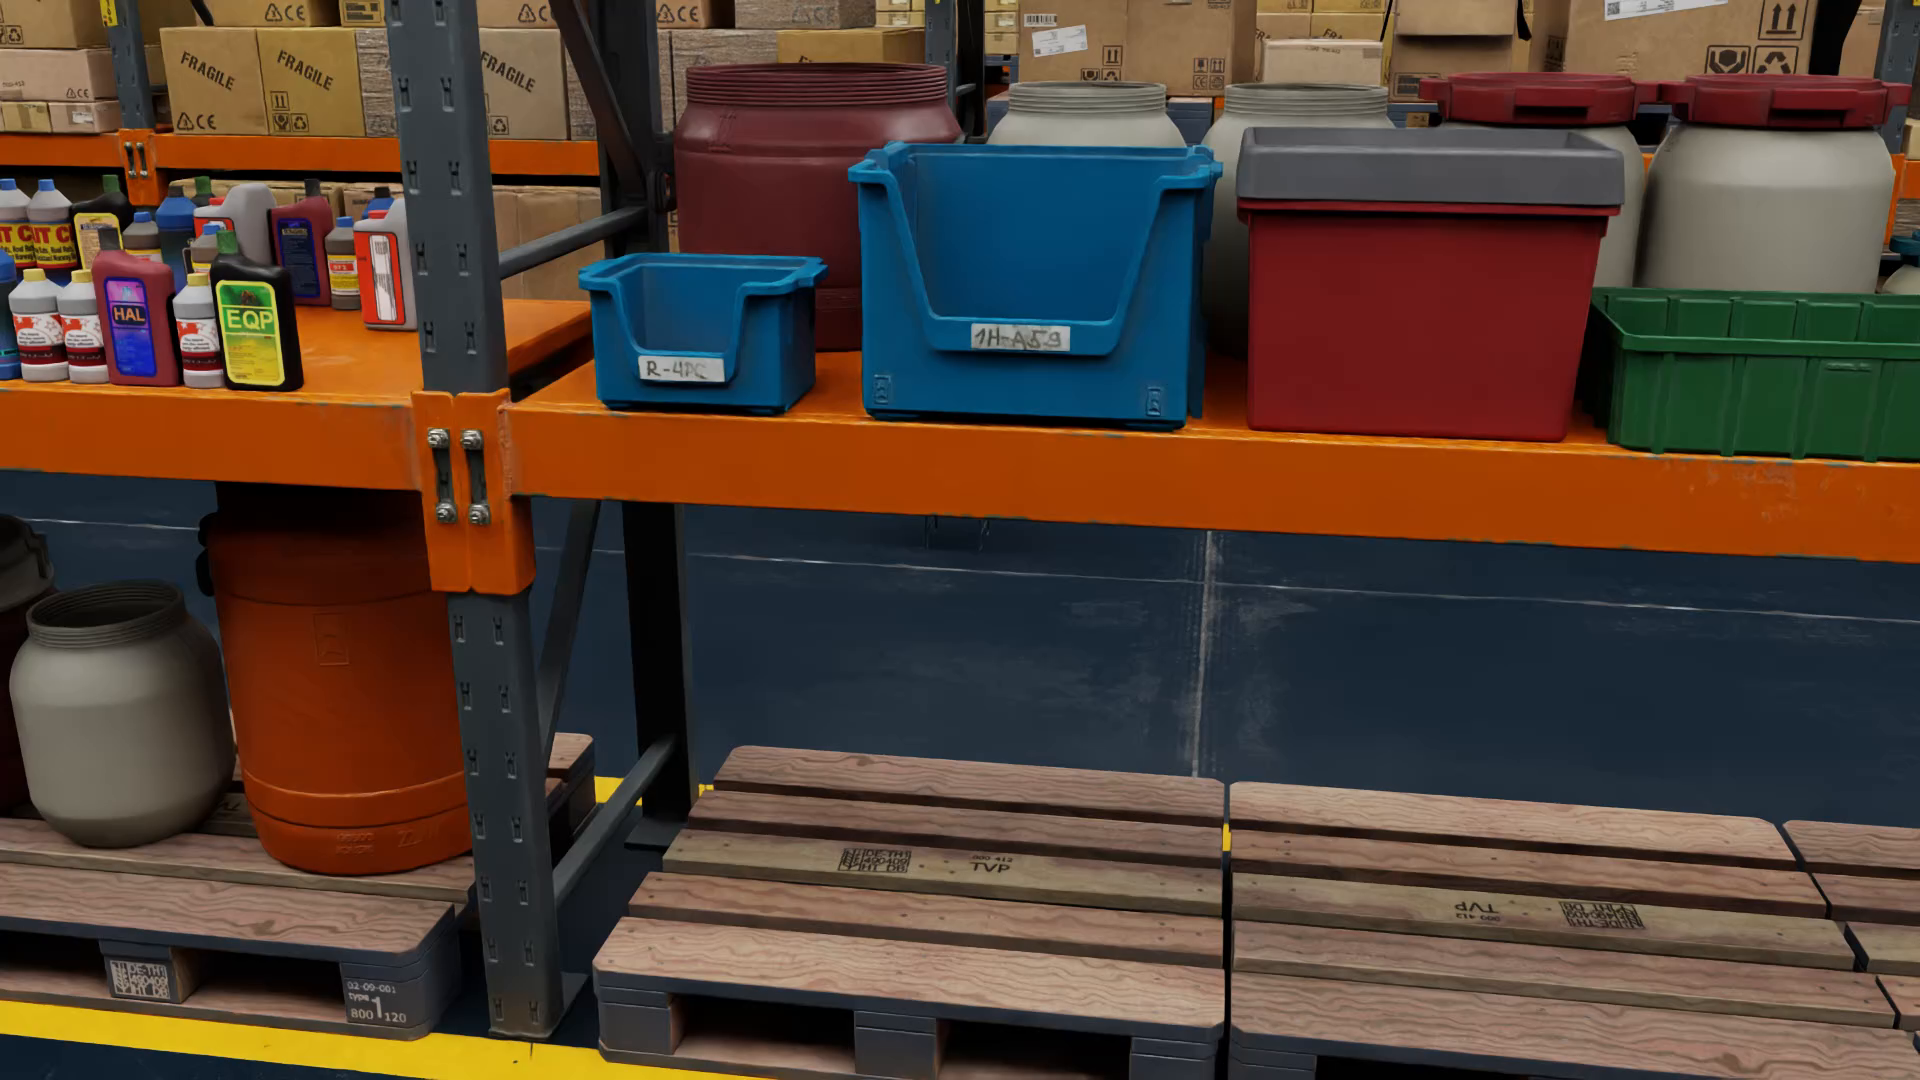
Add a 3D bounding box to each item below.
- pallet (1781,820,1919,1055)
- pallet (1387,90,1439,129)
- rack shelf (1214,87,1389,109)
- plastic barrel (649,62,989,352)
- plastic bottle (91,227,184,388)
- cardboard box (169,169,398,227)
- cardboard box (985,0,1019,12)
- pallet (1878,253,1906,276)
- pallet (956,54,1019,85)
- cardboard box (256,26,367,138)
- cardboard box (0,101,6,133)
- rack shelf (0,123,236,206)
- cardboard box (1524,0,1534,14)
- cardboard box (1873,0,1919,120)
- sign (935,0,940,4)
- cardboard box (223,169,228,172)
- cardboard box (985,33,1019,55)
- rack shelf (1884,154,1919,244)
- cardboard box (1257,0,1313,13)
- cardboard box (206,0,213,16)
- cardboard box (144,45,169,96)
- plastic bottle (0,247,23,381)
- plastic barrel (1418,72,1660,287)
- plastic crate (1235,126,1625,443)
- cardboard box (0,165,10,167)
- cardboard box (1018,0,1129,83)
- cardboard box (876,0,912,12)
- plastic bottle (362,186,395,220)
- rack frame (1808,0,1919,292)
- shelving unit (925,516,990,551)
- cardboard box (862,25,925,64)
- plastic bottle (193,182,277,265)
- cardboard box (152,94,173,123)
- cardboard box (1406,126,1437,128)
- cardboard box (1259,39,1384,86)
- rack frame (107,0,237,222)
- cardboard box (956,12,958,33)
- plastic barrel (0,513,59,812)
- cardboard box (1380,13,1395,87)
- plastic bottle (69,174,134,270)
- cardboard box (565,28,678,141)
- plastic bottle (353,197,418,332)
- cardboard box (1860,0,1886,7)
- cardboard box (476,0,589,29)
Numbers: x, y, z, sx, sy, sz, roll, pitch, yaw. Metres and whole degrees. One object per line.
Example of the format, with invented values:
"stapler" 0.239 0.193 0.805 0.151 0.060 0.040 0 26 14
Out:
"pallet" 2.367 0.916 3.233 1.213 0.211 1.003 3 19 9
"pallet" 1.946 -1.954 7.719 1.213 0.211 1.003 3 19 9
"rack shelf" 2.846 -3.239 12.390 4.000 0.370 1.077 3 19 9
"plastic barrel" -0.294 -0.717 3.503 0.708 0.536 0.600 3 19 9
"plastic bottle" -1.495 -0.423 3.025 0.133 0.283 0.061 3 19 9
"cardboard box" -3.329 -1.499 8.743 0.875 0.875 1.225 3 19 9
"cardboard box" 0.315 -3.924 12.100 0.250 0.149 0.380 2 19 6
"pallet" 6.767 -2.034 12.049 1.213 0.211 1.003 3 19 9
"pallet" 0.151 -3.593 12.615 1.003 0.211 1.213 3 19 9
"cardboard box" -3.053 -2.254 8.156 0.500 0.500 0.500 3 19 9
"cardboard box" -4.825 -2.153 8.406 0.250 0.149 0.380 3 19 8
"rack shelf" -5.939 -2.093 8.965 4.000 0.370 1.077 3 19 9
"cardboard box" 3.822 -4.050 11.946 0.500 0.500 0.700 3 19 8
"cardboard box" 4.369 -2.077 7.158 0.500 0.500 0.875 3 19 9
"sign" -0.100 -2.507 7.244 0.005 0.325 0.100 3 19 9
"cardboard box" -6.044 -3.051 13.588 0.250 0.149 0.380 3 19 9
"cardboard box" 0.312 -3.642 12.194 0.250 0.149 0.380 3 19 10
"rack shelf" 5.909 -1.489 7.160 4.000 0.370 1.077 3 19 9
"cardboard box" 2.320 -4.127 12.176 0.500 0.500 0.700 3 19 8
"cardboard box" -5.614 -4.115 13.249 0.500 0.500 0.500 3 19 9
"cardboard box" -4.387 -2.509 8.842 0.500 0.250 0.500 3 19 8
"plastic bottle" -1.799 -0.439 3.091 0.097 0.271 0.097 0 18 0
"plastic barrel" 1.087 -0.619 3.212 0.433 0.535 0.433 0 18 0
"plastic crate" 0.746 -0.434 2.771 0.583 0.464 0.402 3 19 9
"cardboard box" -5.492 -1.629 9.130 0.875 0.875 0.875 3 19 9
"cardboard box" 0.525 -2.364 7.822 0.500 0.500 0.500 1 19 2
"cardboard box" -0.455 -3.963 12.216 0.250 0.149 0.380 3 19 10
"plastic bottle" -1.287 -0.657 3.742 0.097 0.271 0.097 0 18 0
"rack frame" 3.934 -1.931 7.347 0.127 3.000 1.000 3 19 9
"shelving unit" -0.008 -0.427 6.162 0.210 0.900 0.258 3 19 9
"cardboard box" -0.452 -2.289 8.260 0.500 0.500 0.500 3 19 10
"plastic bottle" -1.633 -0.668 3.768 0.135 0.276 0.152 3 19 9
"cardboard box" -4.204 -2.333 8.946 0.250 0.149 0.380 3 19 9
"cardboard box" 3.242 -2.665 12.424 0.750 0.750 1.050 3 19 9
"cardboard box" 1.603 -2.104 7.438 0.500 0.250 0.500 2 19 7
"rack frame" -3.964 -2.334 8.550 0.127 3.000 1.000 3 19 9
"cardboard box" 0.048 -3.797 12.190 0.250 0.149 0.380 4 19 11
"plastic barrel" -2.401 0.288 3.854 0.708 0.588 0.600 3 19 9
"cardboard box" 3.265 -3.520 11.940 0.500 0.500 0.500 3 19 9
"plastic bottle" -1.986 -0.704 3.864 0.133 0.283 0.061 3 19 9
"cardboard box" -1.546 -2.179 7.930 0.500 0.500 0.500 2 19 7
"plastic bottle" -1.201 -0.597 3.556 0.135 0.276 0.152 3 19 9
"cardboard box" 6.253 -3.972 11.509 0.550 0.550 0.875 3 19 9
"cardboard box" -2.040 -2.763 8.094 0.637 0.503 0.797 4 19 10
